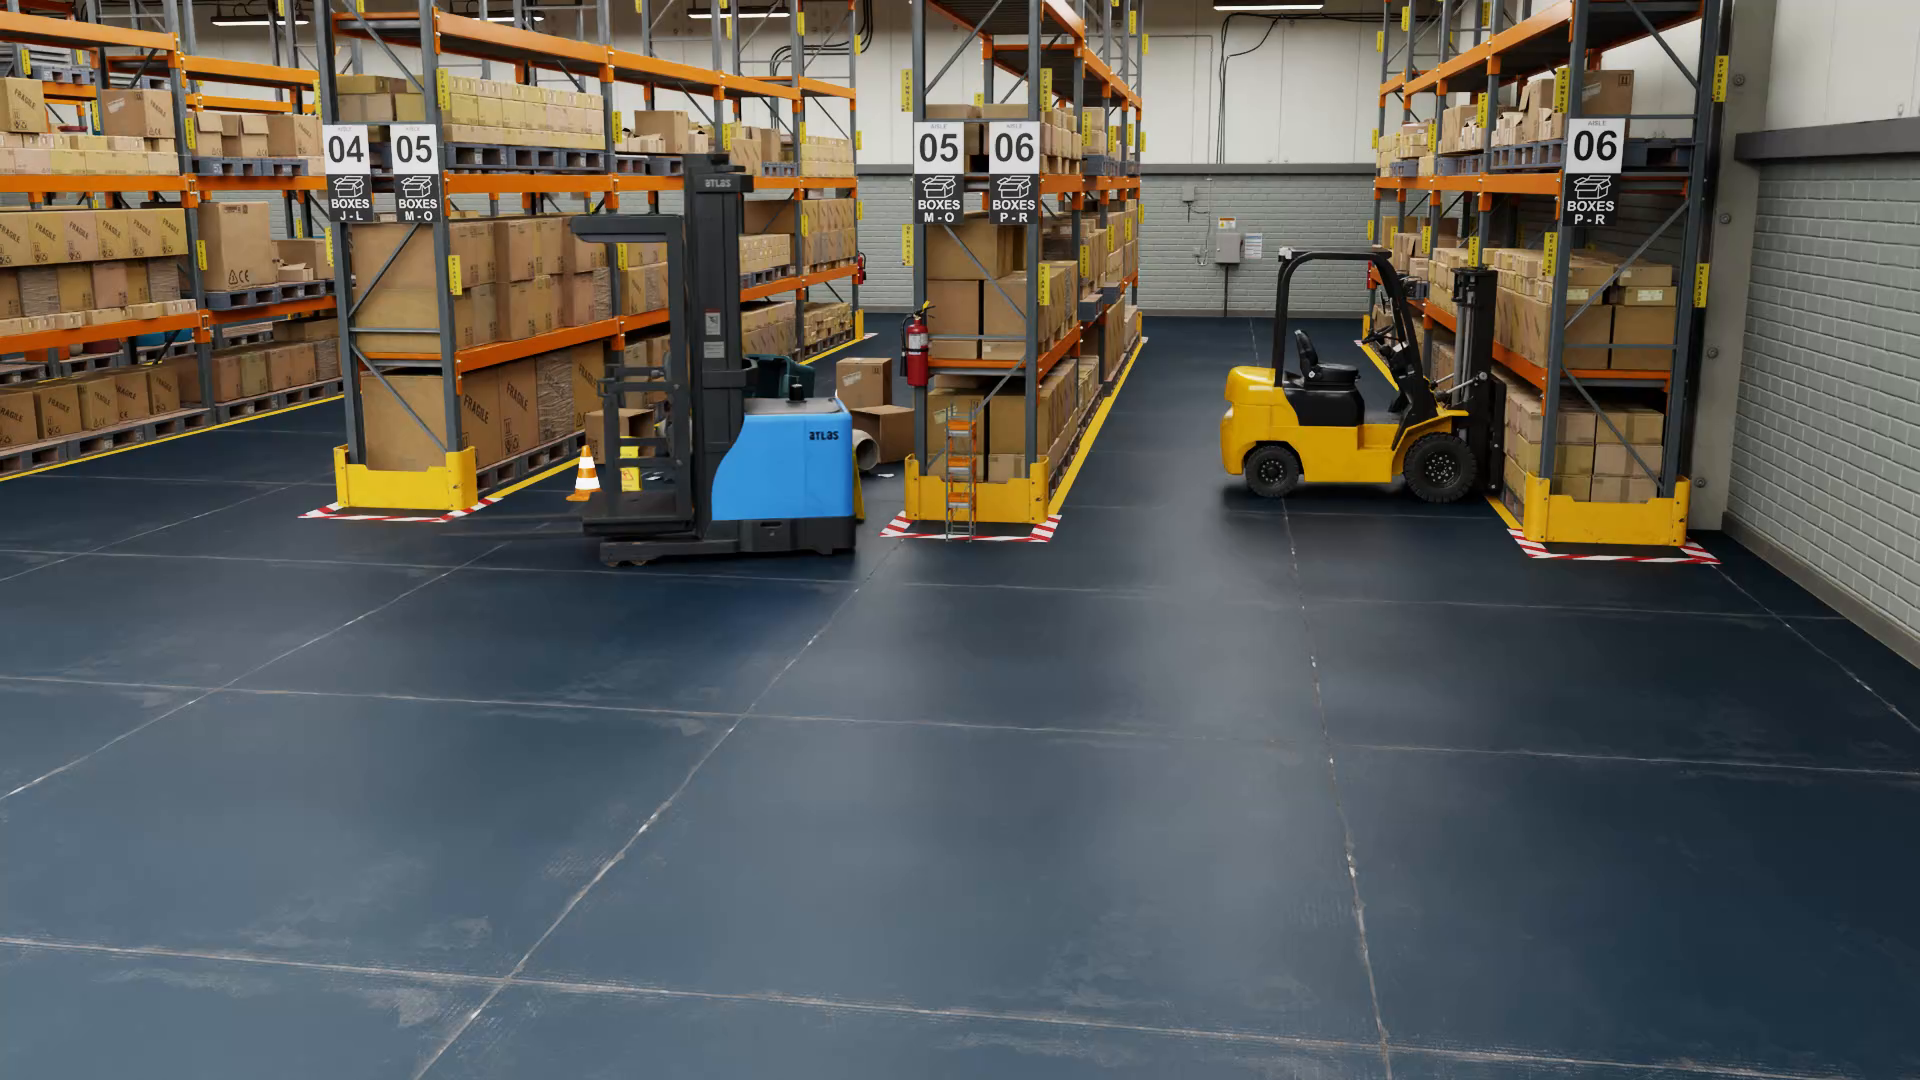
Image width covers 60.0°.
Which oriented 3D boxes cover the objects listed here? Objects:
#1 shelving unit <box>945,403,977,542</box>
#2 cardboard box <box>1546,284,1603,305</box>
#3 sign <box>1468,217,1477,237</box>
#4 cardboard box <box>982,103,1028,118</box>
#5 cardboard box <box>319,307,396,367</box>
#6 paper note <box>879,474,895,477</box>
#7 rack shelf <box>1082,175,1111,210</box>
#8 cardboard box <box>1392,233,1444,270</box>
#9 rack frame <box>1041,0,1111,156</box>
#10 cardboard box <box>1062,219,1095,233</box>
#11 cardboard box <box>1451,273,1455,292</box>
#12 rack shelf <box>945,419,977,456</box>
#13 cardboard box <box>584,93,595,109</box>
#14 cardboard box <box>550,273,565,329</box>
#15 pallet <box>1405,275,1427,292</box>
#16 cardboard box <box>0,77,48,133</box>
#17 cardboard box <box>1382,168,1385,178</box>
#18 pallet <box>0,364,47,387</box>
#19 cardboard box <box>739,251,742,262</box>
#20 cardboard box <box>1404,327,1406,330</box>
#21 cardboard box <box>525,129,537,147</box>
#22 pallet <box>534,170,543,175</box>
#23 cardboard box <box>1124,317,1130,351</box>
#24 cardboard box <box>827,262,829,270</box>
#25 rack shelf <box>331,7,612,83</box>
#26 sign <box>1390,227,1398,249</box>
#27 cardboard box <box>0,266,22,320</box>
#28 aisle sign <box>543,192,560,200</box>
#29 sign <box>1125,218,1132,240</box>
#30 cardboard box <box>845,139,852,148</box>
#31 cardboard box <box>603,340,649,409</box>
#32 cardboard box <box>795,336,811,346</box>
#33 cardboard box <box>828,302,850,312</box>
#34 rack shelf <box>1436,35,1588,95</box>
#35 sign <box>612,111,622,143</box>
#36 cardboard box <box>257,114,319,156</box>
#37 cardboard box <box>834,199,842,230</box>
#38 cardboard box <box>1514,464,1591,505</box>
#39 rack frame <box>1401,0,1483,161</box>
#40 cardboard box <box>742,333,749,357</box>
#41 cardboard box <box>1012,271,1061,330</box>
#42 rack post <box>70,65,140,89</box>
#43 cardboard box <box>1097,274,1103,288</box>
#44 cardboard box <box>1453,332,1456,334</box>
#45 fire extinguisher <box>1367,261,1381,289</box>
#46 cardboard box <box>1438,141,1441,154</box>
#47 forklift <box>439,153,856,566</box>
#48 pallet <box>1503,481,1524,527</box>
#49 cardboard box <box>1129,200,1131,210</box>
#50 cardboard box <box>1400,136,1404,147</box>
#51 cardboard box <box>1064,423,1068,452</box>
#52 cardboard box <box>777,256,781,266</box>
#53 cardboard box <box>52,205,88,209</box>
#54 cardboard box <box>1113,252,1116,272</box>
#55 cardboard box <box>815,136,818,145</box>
[{"bbox_3d":[0.008,-0.524,12.934,0.215,1.050,0.252,2,12,9],"label":"shelving unit"},{"bbox_3d":[4.811,-1.924,13.024,0.380,0.149,0.250,2,12,9],"label":"cardboard box"},{"bbox_3d":[7.429,-4.524,24.115,0.100,0.325,0.005,2,12,9],"label":"sign"},{"bbox_3d":[0.385,-3.438,13.408,0.380,0.149,0.250,2,12,8],"label":"cardboard box"},{"bbox_3d":[-8.306,-2.933,23.529,1.225,0.875,0.875,1,12,6],"label":"cardboard box"},{"bbox_3d":[-0.698,-0.620,15.798,0.142,0.019,0.148,-2,12,-11],"label":"paper note"},{"bbox_3d":[1.052,-4.001,19.024,1.077,0.370,4.000,2,12,9],"label":"rack shelf"},{"bbox_3d":[6.585,-4.136,23.829,0.700,0.500,0.500,2,12,10],"label":"cardboard box"},{"bbox_3d":[1.360,-6.235,20.564,1.000,3.000,0.127,2,12,9],"label":"rack frame"},{"bbox_3d":[1.387,-3.669,19.419,0.380,0.149,0.250,1,12,6],"label":"cardboard box"},{"bbox_3d":[5.629,-2.805,18.057,0.500,0.250,0.500,2,12,10],"label":"cardboard box"},{"bbox_3d":[0.008,-0.791,12.877,0.215,0.259,0.240,2,12,9],"label":"rack shelf"},{"bbox_3d":[-3.943,-4.457,16.906,0.380,0.149,0.250,2,12,8],"label":"cardboard box"},{"bbox_3d":[-4.469,-2.381,16.567,0.875,0.550,0.550,2,12,9],"label":"cardboard box"},{"bbox_3d":[6.559,-3.453,22.353,1.003,0.211,1.213,2,12,9],"label":"pallet"},{"bbox_3d":[-9.168,-4.163,15.942,0.500,0.500,0.500,2,12,8],"label":"cardboard box"},{"bbox_3d":[6.973,-5.881,26.637,0.380,0.149,0.250,2,12,8],"label":"cardboard box"},{"bbox_3d":[-13.484,-2.261,22.982,1.003,0.211,1.213,2,12,9],"label":"pallet"},{"bbox_3d":[-3.197,-3.876,22.751,0.380,0.149,0.250,1,12,7],"label":"cardboard box"},{"bbox_3d":[6.511,-2.754,23.587,0.500,0.500,0.500,2,12,8],"label":"cardboard box"},{"bbox_3d":[-4.175,-3.751,15.519,0.380,0.149,0.250,2,12,9],"label":"cardboard box"},{"bbox_3d":[-7.491,-6.302,28.207,1.003,0.211,1.213,2,12,9],"label":"pallet"},{"bbox_3d":[2.177,-3.215,25.876,0.875,0.438,0.875,2,12,8],"label":"cardboard box"},{"bbox_3d":[-2.397,-4.586,27.750,0.380,0.149,0.250,2,12,10],"label":"cardboard box"},{"bbox_3d":[-4.470,-4.578,15.533,1.077,0.370,4.000,2,12,9],"label":"rack shelf"},{"bbox_3d":[6.343,-4.414,24.300,0.100,0.325,0.005,2,12,9],"label":"sign"},{"bbox_3d":[-9.593,-2.374,15.945,0.875,0.500,0.500,2,12,9],"label":"cardboard box"},{"bbox_3d":[-7.487,-6.584,30.254,0.394,0.787,0.004,2,12,9],"label":"aisle sign"},{"bbox_3d":[2.513,-4.647,24.874,0.100,0.325,0.005,2,12,9],"label":"sign"},{"bbox_3d":[-2.077,-6.861,28.810,0.380,0.149,0.250,2,12,8],"label":"cardboard box"},{"bbox_3d":[-4.156,-1.847,18.785,1.050,0.750,0.750,2,12,8],"label":"cardboard box"},{"bbox_3d":[-2.558,-3.151,26.266,0.380,0.149,0.250,1,12,6],"label":"cardboard box"},{"bbox_3d":[-2.148,-4.091,29.214,0.380,0.149,0.250,2,12,9],"label":"cardboard box"},{"bbox_3d":[5.957,-5.111,18.008,1.077,0.370,4.000,2,12,9],"label":"rack shelf"},{"bbox_3d":[-3.614,-4.349,17.518,0.100,0.325,0.005,2,12,9],"label":"sign"},{"bbox_3d":[-8.418,-5.066,20.836,0.500,0.500,0.500,2,12,10],"label":"cardboard box"},{"bbox_3d":[-2.290,-5.473,27.951,0.500,0.500,0.500,3,12,12],"label":"cardboard box"},{"bbox_3d":[4.795,-0.446,13.473,0.500,0.250,0.500,2,12,9],"label":"cardboard box"},{"bbox_3d":[6.880,-6.908,23.685,1.000,3.000,0.127,2,12,9],"label":"rack frame"},{"bbox_3d":[-3.186,-2.564,22.707,0.500,0.500,0.500,1,12,6],"label":"cardboard box"},{"bbox_3d":[0.630,-2.135,14.836,0.500,0.500,0.500,2,12,8],"label":"cardboard box"},{"bbox_3d":[-12.897,-6.879,24.741,0.937,0.300,0.954,3,13,15],"label":"rack post"},{"bbox_3d":[1.502,-3.087,19.797,0.380,0.149,0.250,2,12,10],"label":"cardboard box"},{"bbox_3d":[6.799,-2.812,22.318,0.380,0.149,0.250,2,12,9],"label":"cardboard box"},{"bbox_3d":[7.061,-4.633,28.440,0.296,0.674,0.183,2,12,9],"label":"fire extinguisher"},{"bbox_3d":[5.911,-4.686,19.816,0.380,0.166,0.250,2,12,9],"label":"cardboard box"},{"bbox_3d":[-2.341,-1.364,12.365,3.031,2.935,1.130,-2,12,-8],"label":"forklift"},{"bbox_3d":[5.111,-0.274,13.765,1.003,0.211,1.213,2,12,9],"label":"pallet"},{"bbox_3d":[2.533,-5.363,26.610,0.380,0.149,0.250,2,12,9],"label":"cardboard box"},{"bbox_3d":[6.349,-5.561,23.212,0.380,0.149,0.250,2,12,8],"label":"cardboard box"},{"bbox_3d":[0.764,-0.982,15.960,0.500,0.250,0.500,2,12,10],"label":"cardboard box"},{"bbox_3d":[-2.877,-4.162,24.784,0.380,0.149,0.250,2,12,8],"label":"cardboard box"},{"bbox_3d":[-16.787,-6.047,31.320,0.500,0.500,0.500,2,12,8],"label":"cardboard box"},{"bbox_3d":[1.851,-3.782,22.590,0.500,0.250,0.500,2,12,8],"label":"cardboard box"},{"bbox_3d":[-2.486,-6.376,26.562,0.380,0.149,0.250,1,12,7],"label":"cardboard box"}]
